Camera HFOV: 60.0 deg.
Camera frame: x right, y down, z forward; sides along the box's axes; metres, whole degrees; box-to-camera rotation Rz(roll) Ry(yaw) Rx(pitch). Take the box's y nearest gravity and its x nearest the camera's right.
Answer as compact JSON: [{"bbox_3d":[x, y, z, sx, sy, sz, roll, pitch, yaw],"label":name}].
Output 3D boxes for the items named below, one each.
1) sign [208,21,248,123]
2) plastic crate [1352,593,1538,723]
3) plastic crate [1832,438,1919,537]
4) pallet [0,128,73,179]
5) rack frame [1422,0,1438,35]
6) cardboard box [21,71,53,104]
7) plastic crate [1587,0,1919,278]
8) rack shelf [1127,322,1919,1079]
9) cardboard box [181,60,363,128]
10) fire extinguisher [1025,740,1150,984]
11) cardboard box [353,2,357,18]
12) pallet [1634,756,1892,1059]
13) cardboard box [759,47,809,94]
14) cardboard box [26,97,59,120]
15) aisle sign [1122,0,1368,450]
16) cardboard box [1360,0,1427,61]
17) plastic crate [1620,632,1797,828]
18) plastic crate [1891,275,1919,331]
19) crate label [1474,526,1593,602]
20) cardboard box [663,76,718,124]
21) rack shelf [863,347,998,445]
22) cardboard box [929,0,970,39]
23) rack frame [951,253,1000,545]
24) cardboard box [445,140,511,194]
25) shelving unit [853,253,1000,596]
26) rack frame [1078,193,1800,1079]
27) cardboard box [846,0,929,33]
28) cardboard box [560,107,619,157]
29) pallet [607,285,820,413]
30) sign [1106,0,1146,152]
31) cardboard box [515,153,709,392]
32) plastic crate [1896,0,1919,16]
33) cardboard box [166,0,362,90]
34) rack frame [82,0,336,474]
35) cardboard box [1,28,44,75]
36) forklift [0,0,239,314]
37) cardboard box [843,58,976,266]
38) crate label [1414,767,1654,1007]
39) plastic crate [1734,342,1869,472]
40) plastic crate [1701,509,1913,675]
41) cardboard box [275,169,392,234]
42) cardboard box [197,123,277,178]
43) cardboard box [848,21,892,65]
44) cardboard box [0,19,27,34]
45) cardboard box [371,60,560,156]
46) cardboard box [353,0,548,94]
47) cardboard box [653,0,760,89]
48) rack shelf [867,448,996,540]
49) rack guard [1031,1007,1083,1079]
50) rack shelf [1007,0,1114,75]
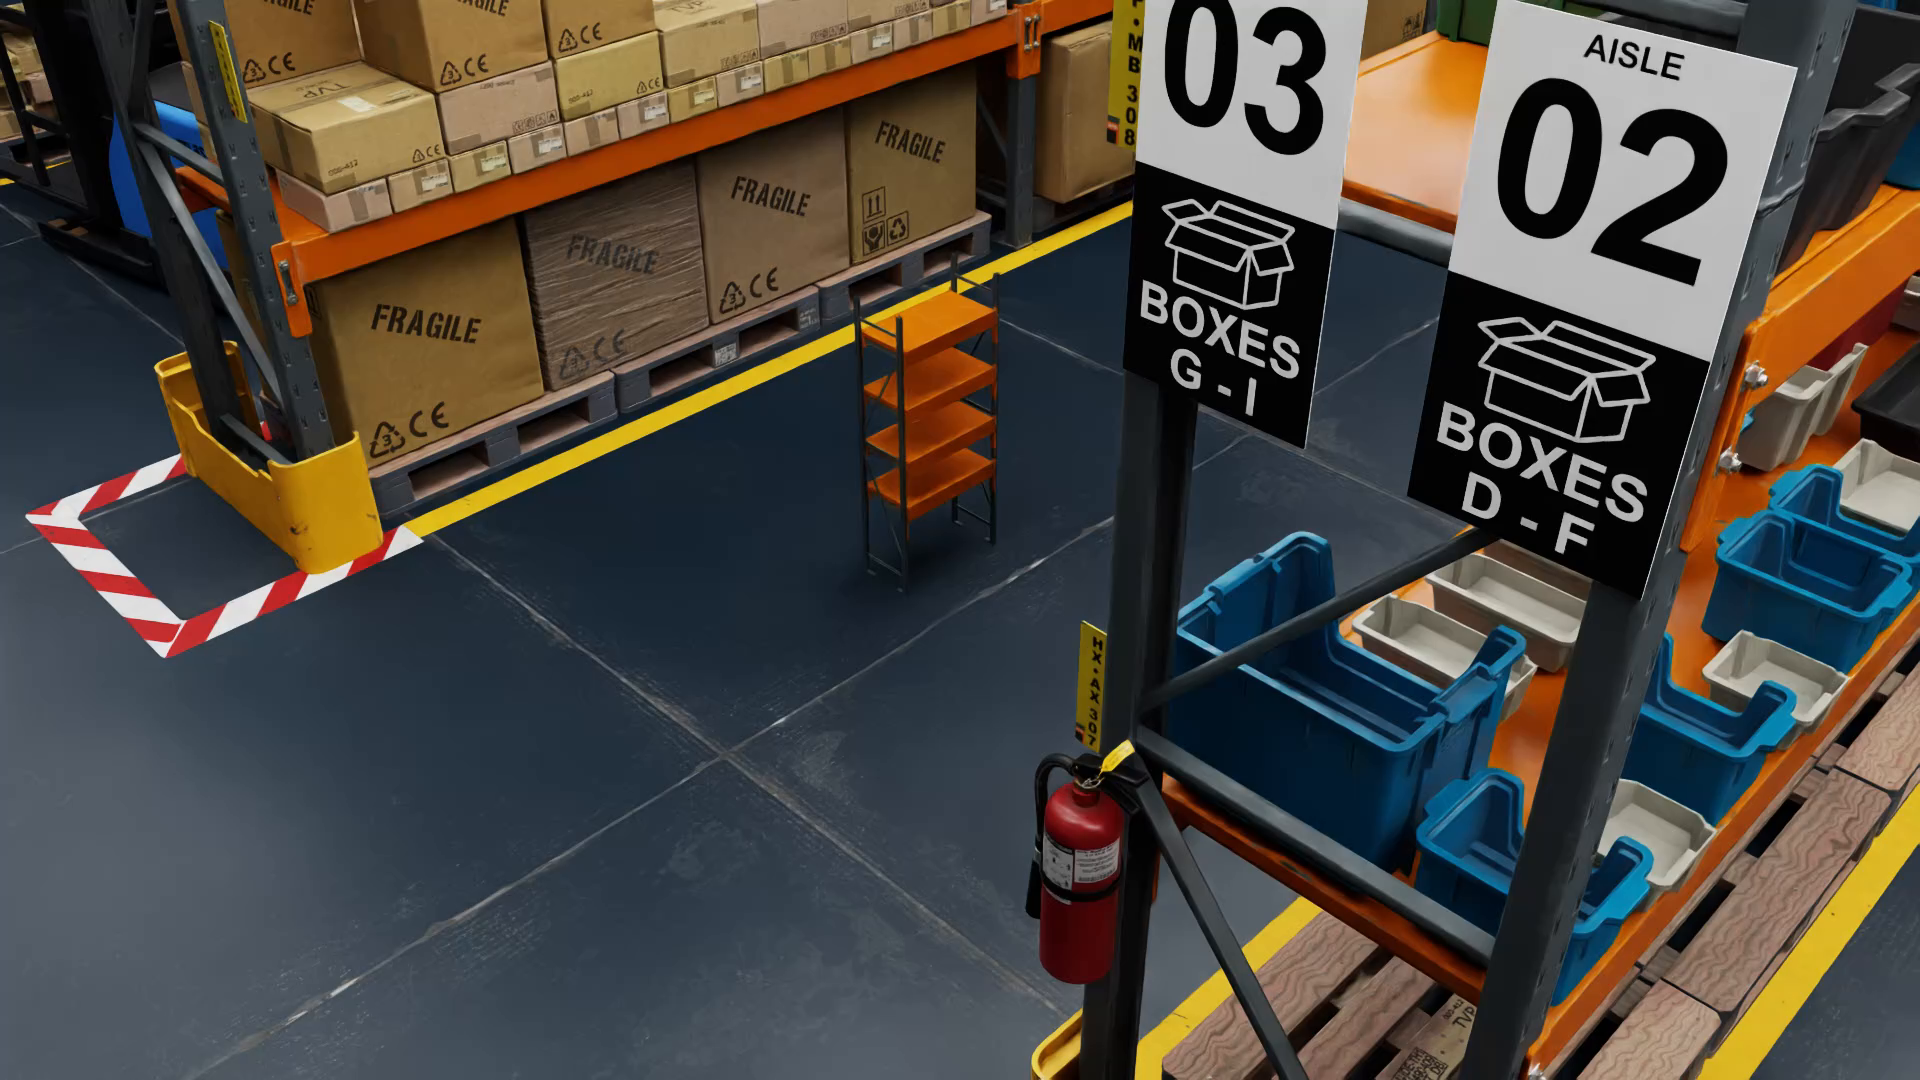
[{"bbox_3d":[-2.434,-1.555,5.531,0.100,0.325,0.005,30,45,35],"label":"sign"},{"bbox_3d":[1.137,0.282,3.901,0.396,0.136,0.243,30,45,35],"label":"plastic crate"},{"bbox_3d":[2.496,-0.109,4.463,0.293,0.136,0.466,30,45,35],"label":"plastic crate"},{"bbox_3d":[-5.621,-2.636,10.345,1.003,0.211,1.213,30,45,35],"label":"pallet"},{"bbox_3d":[2.813,-4.641,10.782,1.000,3.000,0.127,30,45,35],"label":"rack frame"},{"bbox_3d":[-5.488,-2.756,9.945,0.380,0.149,0.250,29,44,35],"label":"cardboard box"},{"bbox_3d":[1.160,-0.618,2.506,0.497,0.269,0.590,30,45,35],"label":"plastic crate"},{"bbox_3d":[2.100,0.086,4.633,1.077,0.370,4.000,30,45,35],"label":"rack shelf"},{"bbox_3d":[-2.671,-1.758,6.519,0.500,0.250,0.500,29,44,35],"label":"cardboard box"},{"bbox_3d":[0.262,0.666,3.567,0.296,0.674,0.183,30,45,35],"label":"fire extinguisher"},{"bbox_3d":[-4.055,-3.633,11.202,0.250,0.149,0.380,-29,44,-35],"label":"cardboard box"},{"bbox_3d":[2.159,0.935,5.225,1.003,0.211,1.213,30,45,35],"label":"pallet"},{"bbox_3d":[-0.893,-2.136,7.411,0.380,0.149,0.250,29,44,35],"label":"cardboard box"},{"bbox_3d":[-5.550,-2.659,10.066,0.380,0.149,0.250,29,44,35],"label":"cardboard box"},{"bbox_3d":[0.432,-0.552,2.647,0.394,0.787,0.004,30,45,35],"label":"aisle sign"},{"bbox_3d":[2.312,-3.670,10.880,1.225,0.875,0.875,27,43,33],"label":"cardboard box"},{"bbox_3d":[1.562,0.412,3.631,0.416,0.233,0.300,30,45,35],"label":"plastic crate"},{"bbox_3d":[3.080,-0.806,5.462,0.396,0.136,0.243,30,45,35],"label":"plastic crate"},{"bbox_3d":[1.530,0.048,4.238,0.396,0.136,0.243,30,45,35],"label":"crate label"},{"bbox_3d":[-1.257,-1.926,7.110,0.380,0.149,0.250,28,44,34],"label":"cardboard box"},{"bbox_3d":[-0.117,-0.553,6.221,0.258,0.148,0.480,30,45,35],"label":"rack shelf"},{"bbox_3d":[-0.170,-2.553,8.009,0.250,0.149,0.380,-29,44,-35],"label":"cardboard box"},{"bbox_3d":[0.055,-0.524,6.452,0.240,1.200,0.015,30,45,35],"label":"rack frame"},{"bbox_3d":[-1.980,-1.510,6.513,0.380,0.149,0.250,28,44,34],"label":"cardboard box"},{"bbox_3d":[-0.117,-0.425,6.310,0.258,1.200,0.503,30,45,35],"label":"shelving unit"},{"bbox_3d":[0.691,0.603,3.263,1.000,3.000,0.127,30,45,35],"label":"rack frame"},{"bbox_3d":[-0.493,-2.582,7.701,0.500,0.250,0.500,-28,44,-34],"label":"cardboard box"},{"bbox_3d":[-1.617,-1.719,6.813,0.380,0.149,0.250,29,44,34],"label":"cardboard box"},{"bbox_3d":[-1.457,-1.099,8.141,1.003,0.211,1.213,30,45,35],"label":"pallet"},{"bbox_3d":[0.289,-0.800,2.744,0.100,0.325,0.005,30,45,35],"label":"sign"},{"bbox_3d":[-1.789,-1.356,7.562,0.875,0.875,0.875,30,45,35],"label":"cardboard box"},{"bbox_3d":[1.962,-1.111,3.154,0.504,0.338,0.767,30,45,35],"label":"plastic crate"},{"bbox_3d":[-2.667,-2.065,6.305,0.500,0.500,0.500,-29,44,-35],"label":"cardboard box"},{"bbox_3d":[-2.824,-1.393,6.126,1.000,3.000,0.127,30,45,35],"label":"rack frame"},{"bbox_3d":[-5.553,-2.917,9.915,0.250,0.149,0.380,-29,44,-35],"label":"cardboard box"},{"bbox_3d":[-4.347,-2.932,8.392,3.031,2.935,1.130,22,40,28],"label":"forklift"},{"bbox_3d":[-0.527,-2.082,8.604,0.875,0.875,0.875,30,45,35],"label":"cardboard box"},{"bbox_3d":[1.099,0.679,3.248,0.416,0.233,0.303,30,45,35],"label":"crate label"},{"bbox_3d":[2.303,-0.451,4.826,0.437,0.282,0.530,30,45,35],"label":"plastic crate"},{"bbox_3d":[2.026,0.145,4.014,0.416,0.233,0.300,30,45,35],"label":"plastic crate"},{"bbox_3d":[-2.340,-1.301,6.214,0.250,0.149,0.380,-29,44,-35],"label":"cardboard box"},{"bbox_3d":[-2.807,-1.568,6.595,0.250,0.149,0.380,-29,44,-35],"label":"cardboard box"},{"bbox_3d":[-0.531,-2.345,7.710,0.250,0.149,0.380,-29,44,-35],"label":"cardboard box"},{"bbox_3d":[-5.862,-3.076,10.144,0.250,0.149,0.380,-29,44,-35],"label":"cardboard box"},{"bbox_3d":[-1.933,-1.754,6.513,0.500,0.250,0.500,29,44,35],"label":"cardboard box"},{"bbox_3d":[-1.942,-2.050,6.283,0.500,0.500,0.500,28,44,34],"label":"cardboard box"},{"bbox_3d":[-1.212,-2.170,7.110,0.500,0.250,0.500,29,44,34],"label":"cardboard box"},{"bbox_3d":[-0.117,-0.207,6.462,0.258,0.148,0.480,30,45,35],"label":"rack shelf"},{"bbox_3d":[0.683,1.643,3.957,1.175,0.500,0.348,30,45,35],"label":"rack guard"},{"bbox_3d":[1.403,-3.534,9.824,1.077,0.370,4.000,30,45,35],"label":"rack shelf"}]
